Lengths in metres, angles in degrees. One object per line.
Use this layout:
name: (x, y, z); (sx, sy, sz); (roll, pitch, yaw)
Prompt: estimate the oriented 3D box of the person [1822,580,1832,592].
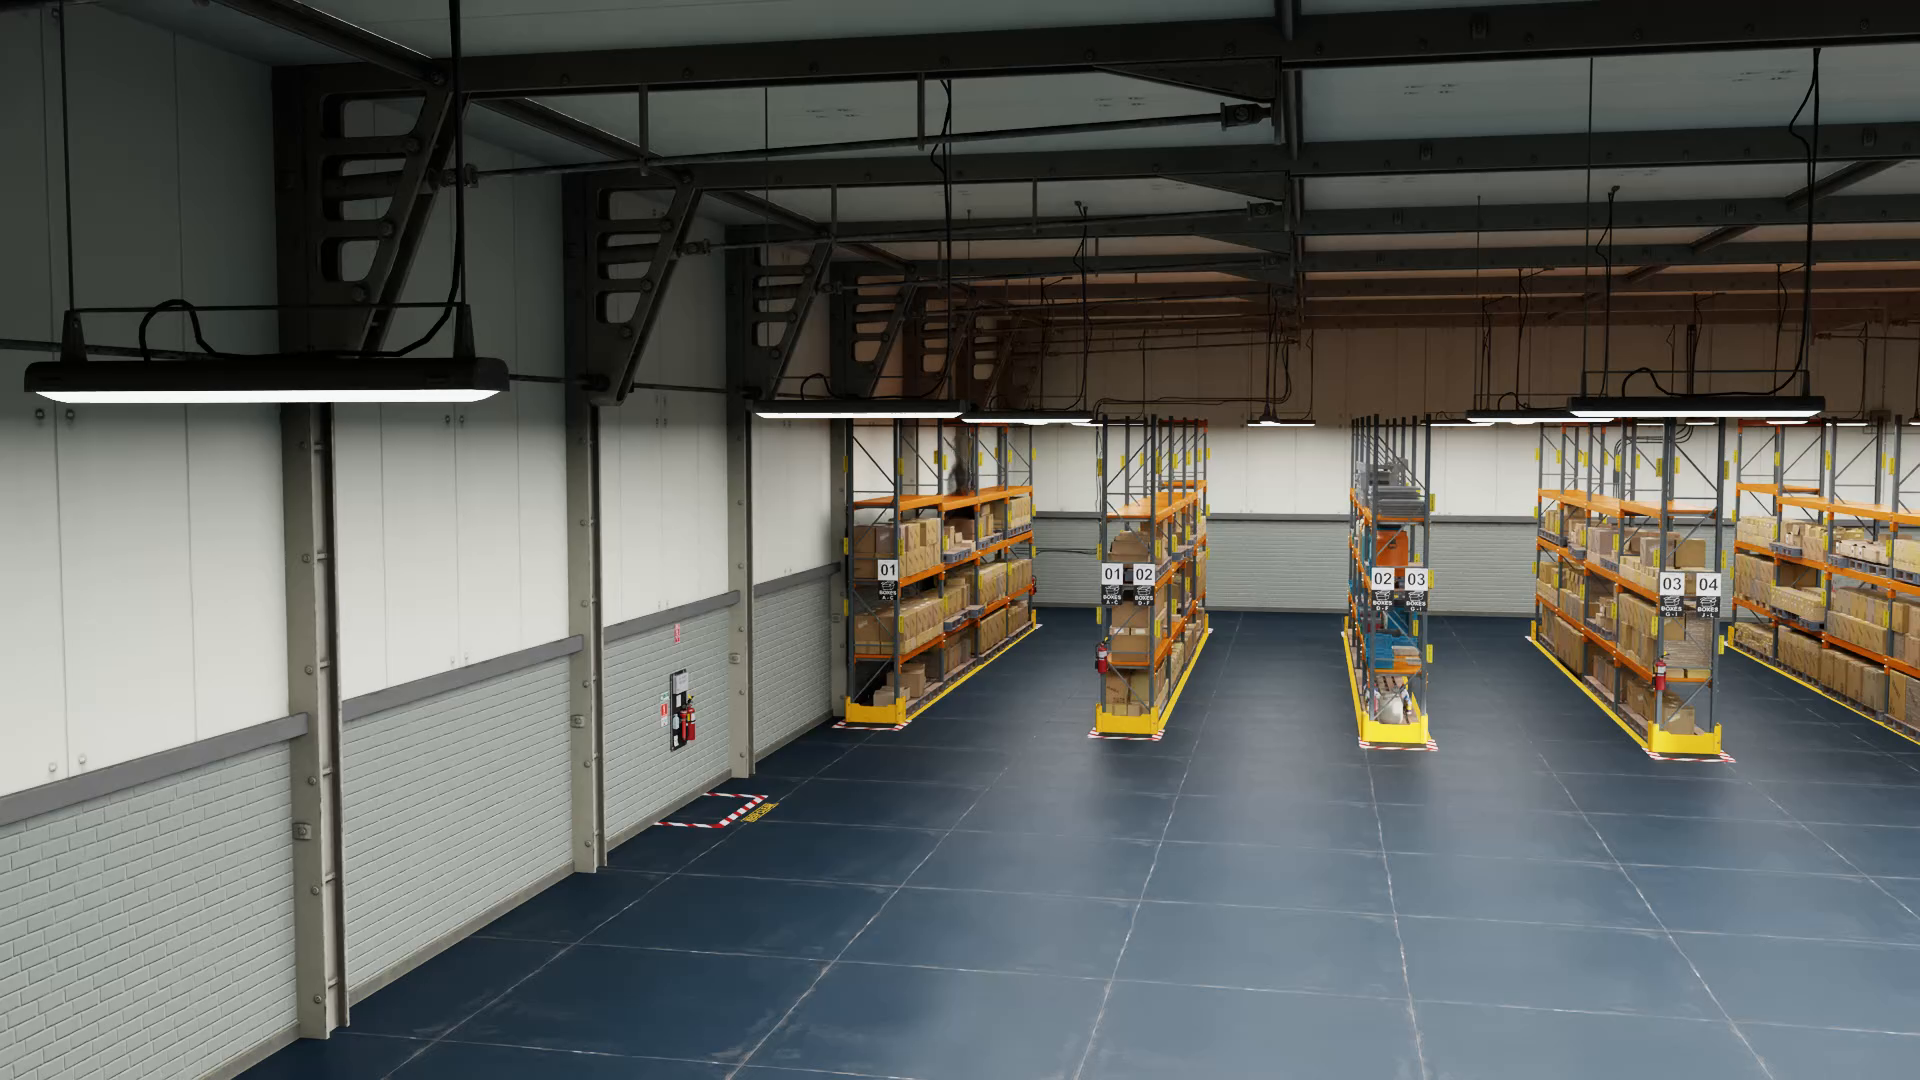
person: (23.357, 1.894, 44.908); (0.629, 1.697, 0.649); (1, 4, 19)
